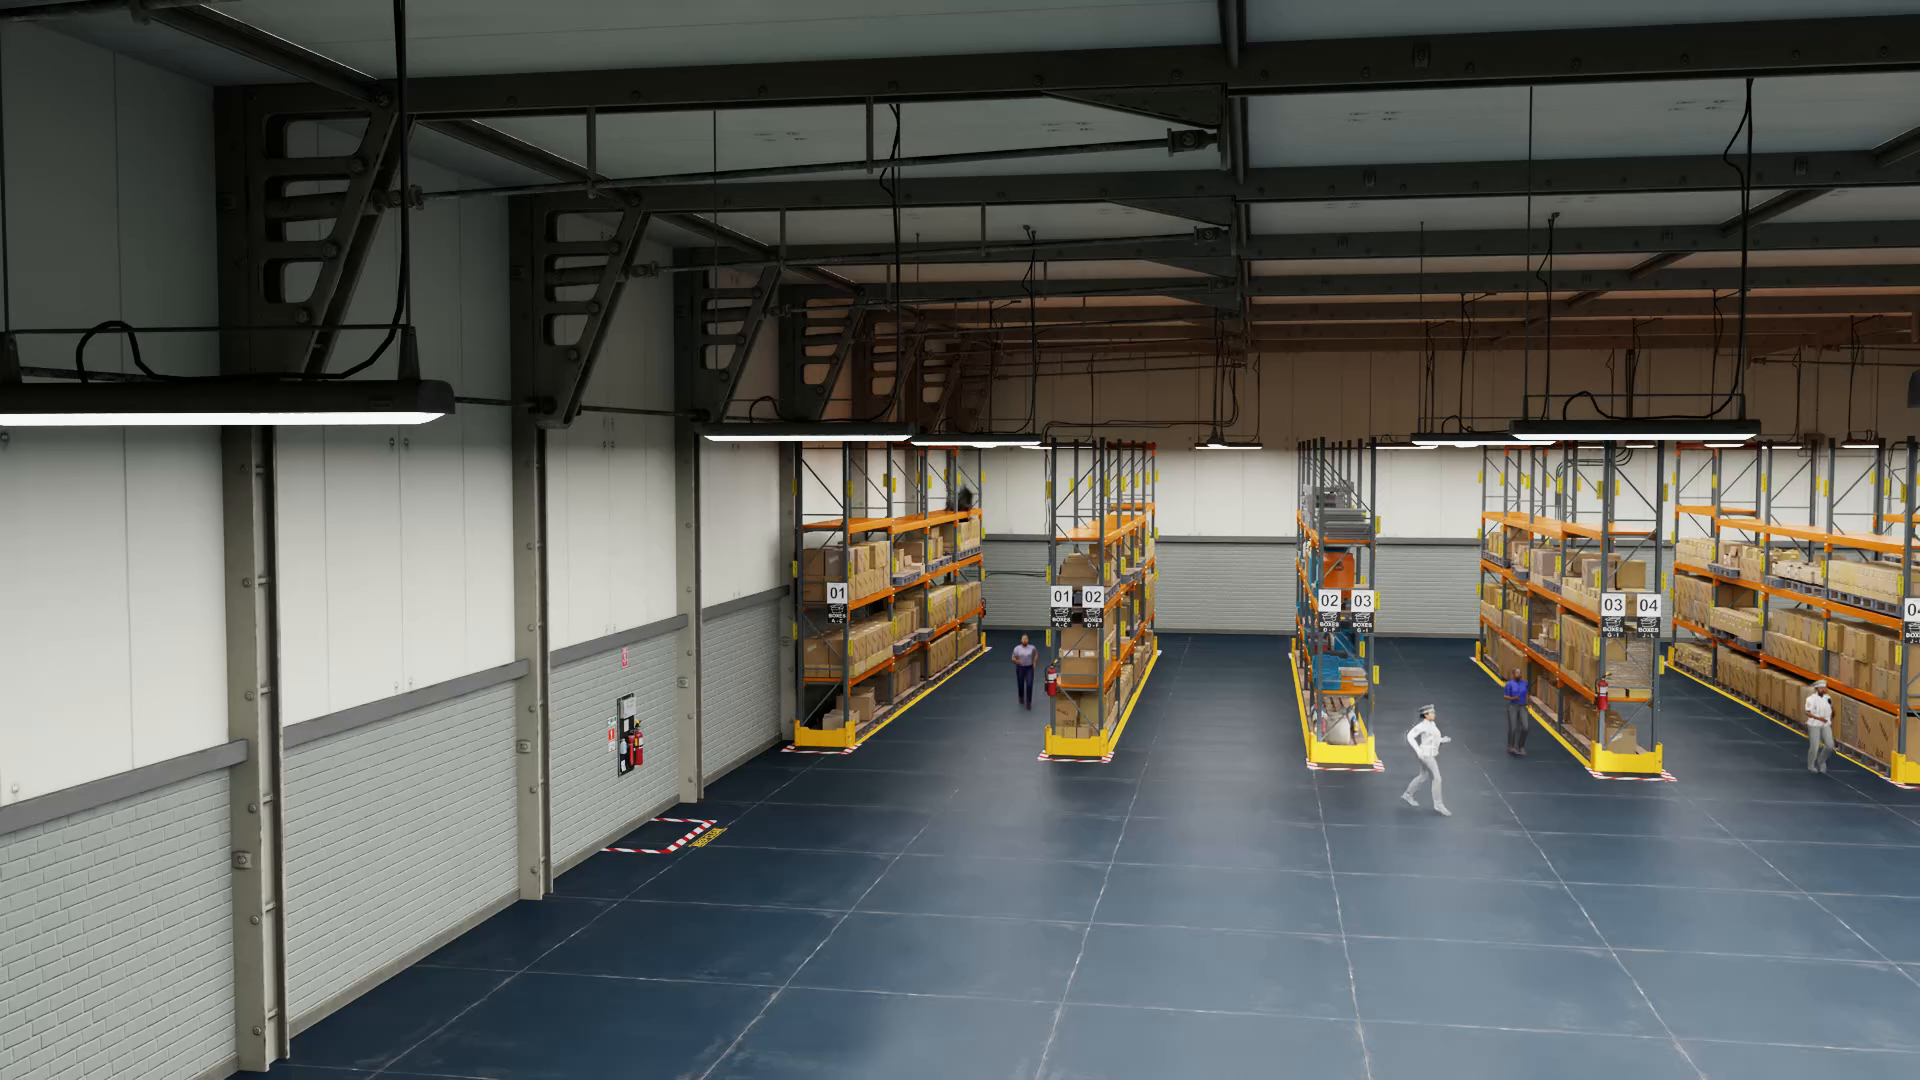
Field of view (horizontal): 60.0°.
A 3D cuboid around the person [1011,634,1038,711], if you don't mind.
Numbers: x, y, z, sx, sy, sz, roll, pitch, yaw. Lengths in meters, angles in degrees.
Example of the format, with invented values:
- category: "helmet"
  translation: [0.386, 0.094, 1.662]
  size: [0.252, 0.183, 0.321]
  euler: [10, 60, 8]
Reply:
- category: "person"
  translation: [1.447, 2.926, 37.081]
  size: [0.606, 1.648, 0.924]
  euler: [0, 3, -1]

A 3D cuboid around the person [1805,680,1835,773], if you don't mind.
- category: "person"
  translation: [15.328, 3.319, 29.569]
  size: [0.595, 1.684, 0.641]
  euler: [0, 3, 0]

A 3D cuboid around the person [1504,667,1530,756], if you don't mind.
- category: "person"
  translation: [10.540, 3.252, 31.377]
  size: [0.555, 1.671, 0.660]
  euler: [0, 3, 0]

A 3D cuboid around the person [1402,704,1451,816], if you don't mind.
- category: "person"
  translation: [7.423, 3.466, 26.428]
  size: [0.838, 1.728, 0.591]
  euler: [2, 4, 34]

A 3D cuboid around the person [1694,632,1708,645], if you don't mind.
- category: "person"
  translation: [20.427, 2.440, 45.660]
  size: [0.938, 1.709, 0.842]
  euler: [2, 4, 37]
